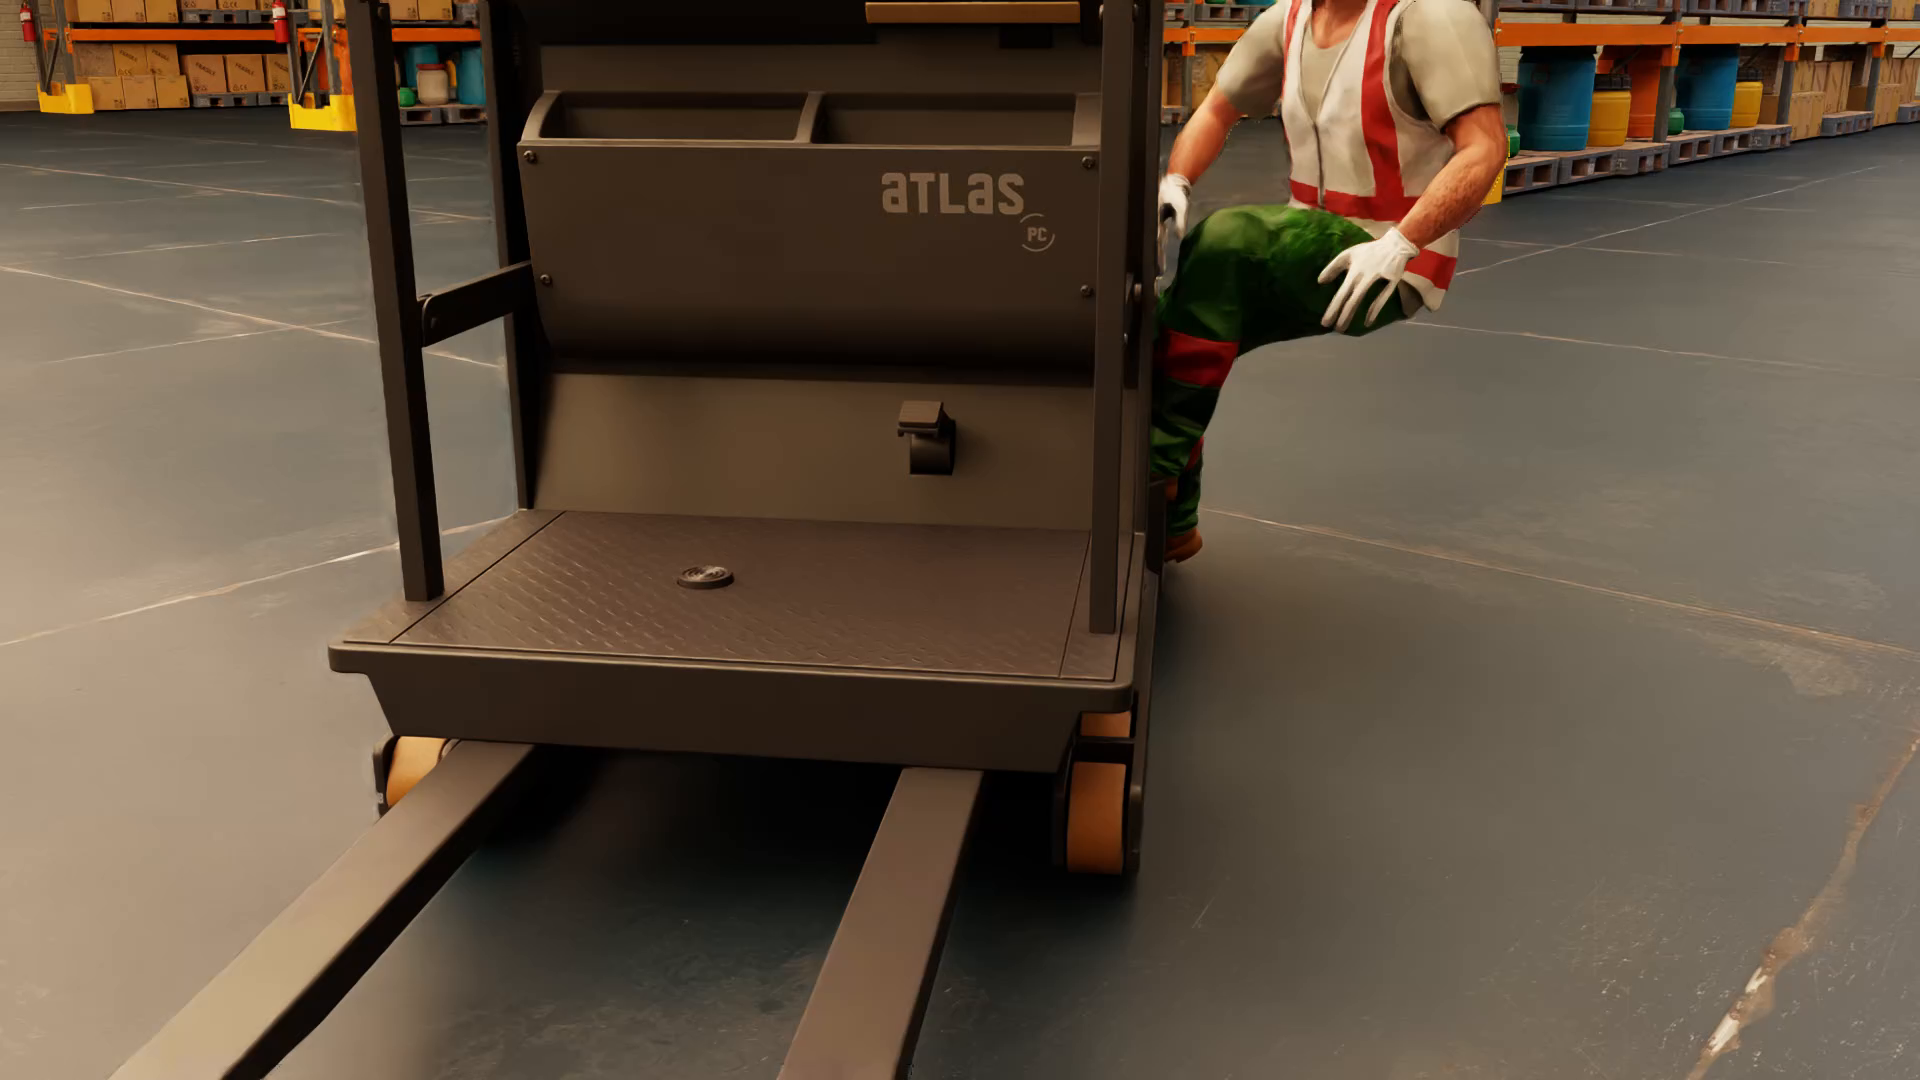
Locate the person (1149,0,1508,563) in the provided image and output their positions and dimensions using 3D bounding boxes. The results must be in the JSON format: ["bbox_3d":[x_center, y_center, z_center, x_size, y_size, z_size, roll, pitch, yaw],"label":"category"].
[{"bbox_3d":[0.581,-0.564,3.299,0.897,1.553,0.787,-11,20,-32],"label":"person"}]

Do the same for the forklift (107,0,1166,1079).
[{"bbox_3d":[-0.257,-1.032,2.296,1.130,2.935,3.031,2,17,8],"label":"forklift"}]
